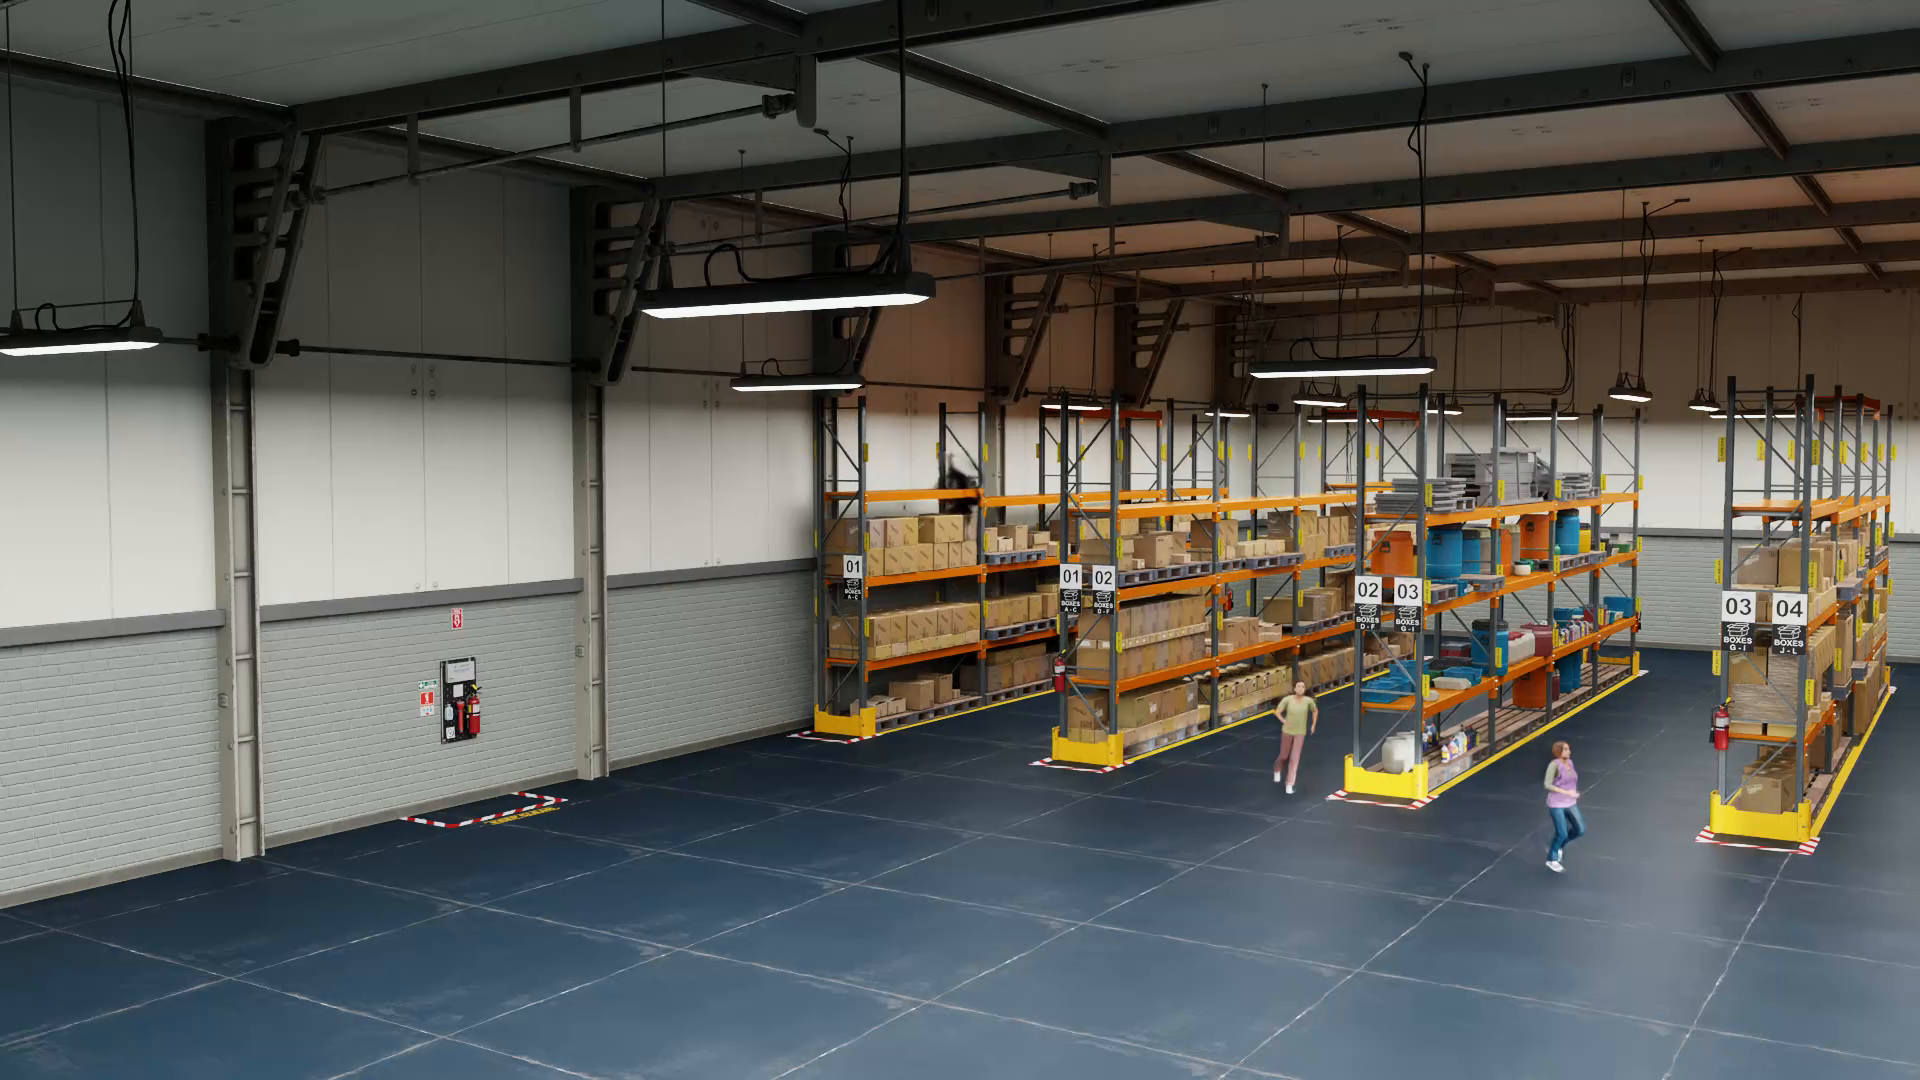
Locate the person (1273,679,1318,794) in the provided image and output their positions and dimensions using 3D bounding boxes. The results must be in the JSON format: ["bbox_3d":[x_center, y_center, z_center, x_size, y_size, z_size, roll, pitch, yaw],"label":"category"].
[{"bbox_3d":[5.009,2.881,24.728,0.633,1.658,0.842,0,3,5],"label":"person"}]

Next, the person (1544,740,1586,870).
[{"bbox_3d":[7.217,3.175,19.834,0.590,1.569,0.520,-2,4,-31],"label":"person"}]
